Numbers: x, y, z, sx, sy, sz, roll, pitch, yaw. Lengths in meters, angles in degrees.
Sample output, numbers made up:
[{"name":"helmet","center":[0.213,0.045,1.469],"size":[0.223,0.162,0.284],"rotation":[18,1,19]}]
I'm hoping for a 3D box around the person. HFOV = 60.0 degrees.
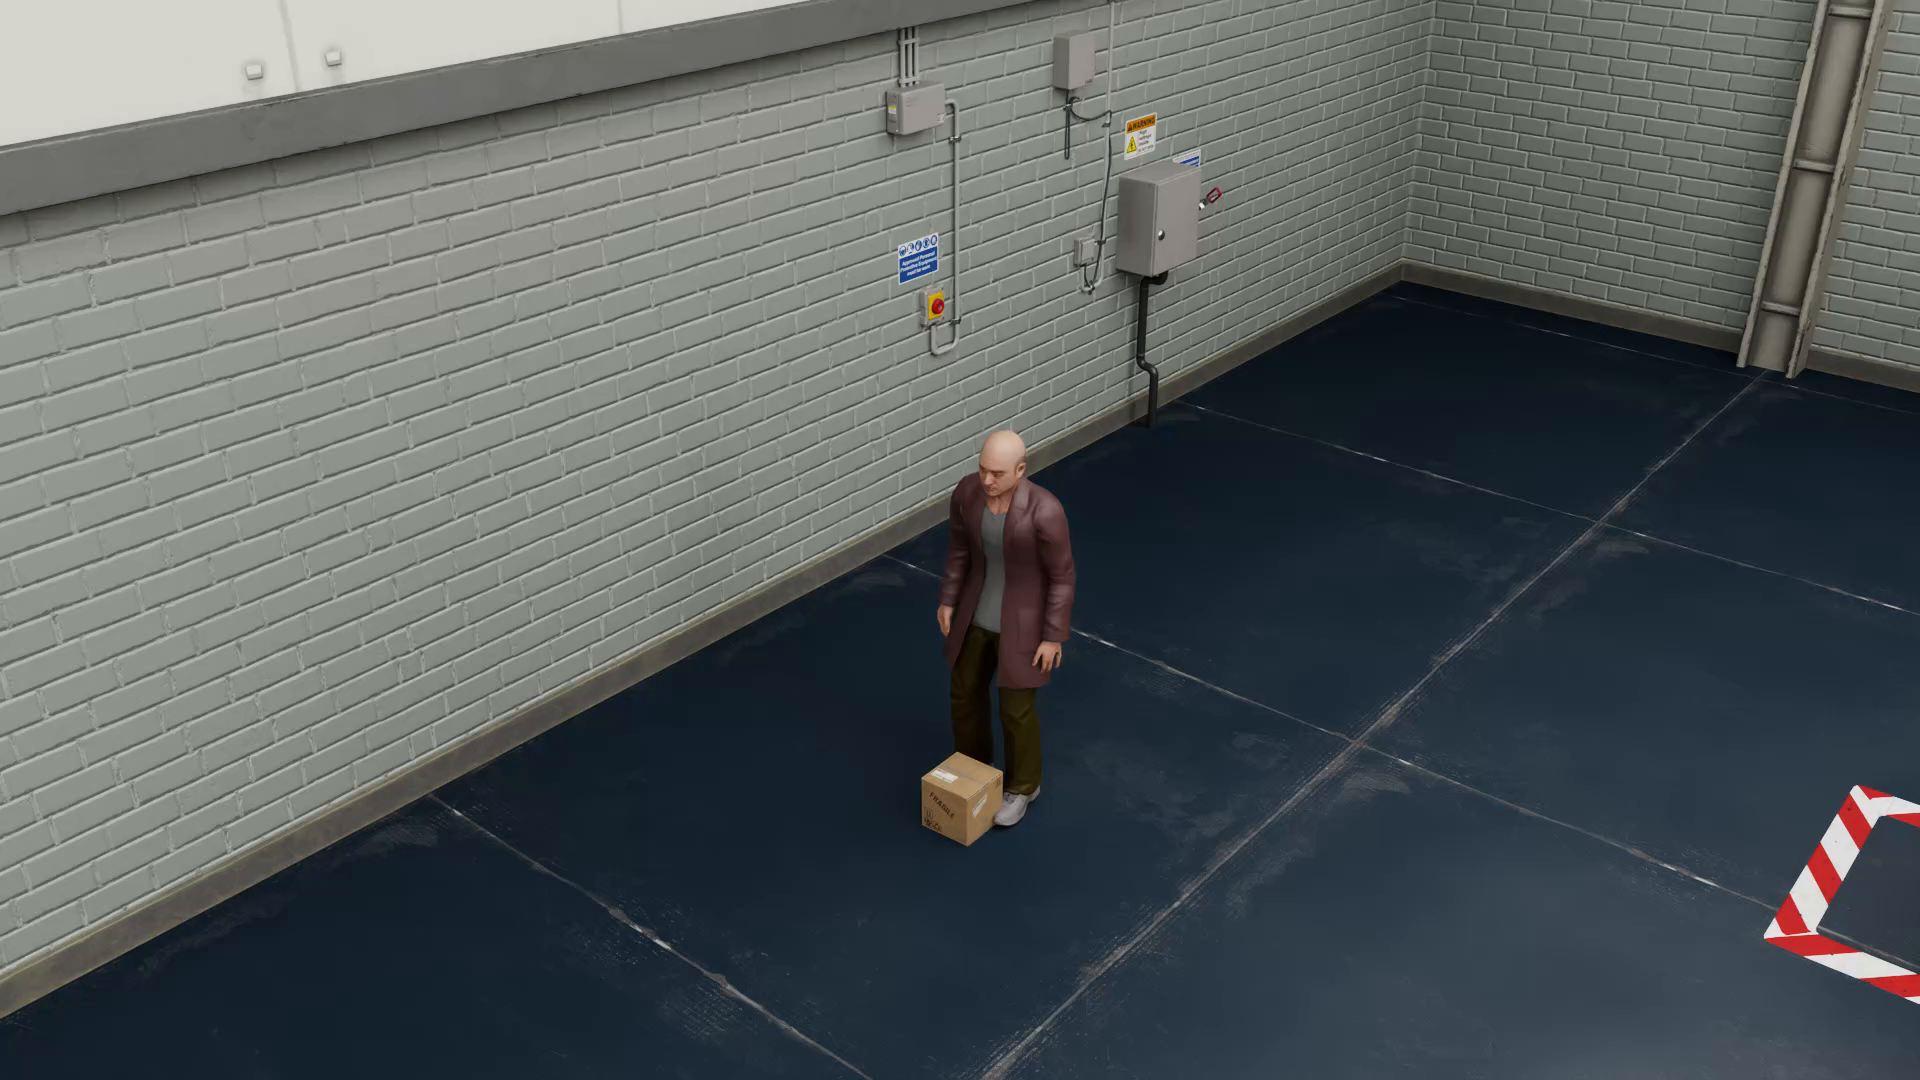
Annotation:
[{"name":"person","center":[0.174,0.344,6.960],"size":[0.645,1.772,0.429],"rotation":[18,32,32]}]
